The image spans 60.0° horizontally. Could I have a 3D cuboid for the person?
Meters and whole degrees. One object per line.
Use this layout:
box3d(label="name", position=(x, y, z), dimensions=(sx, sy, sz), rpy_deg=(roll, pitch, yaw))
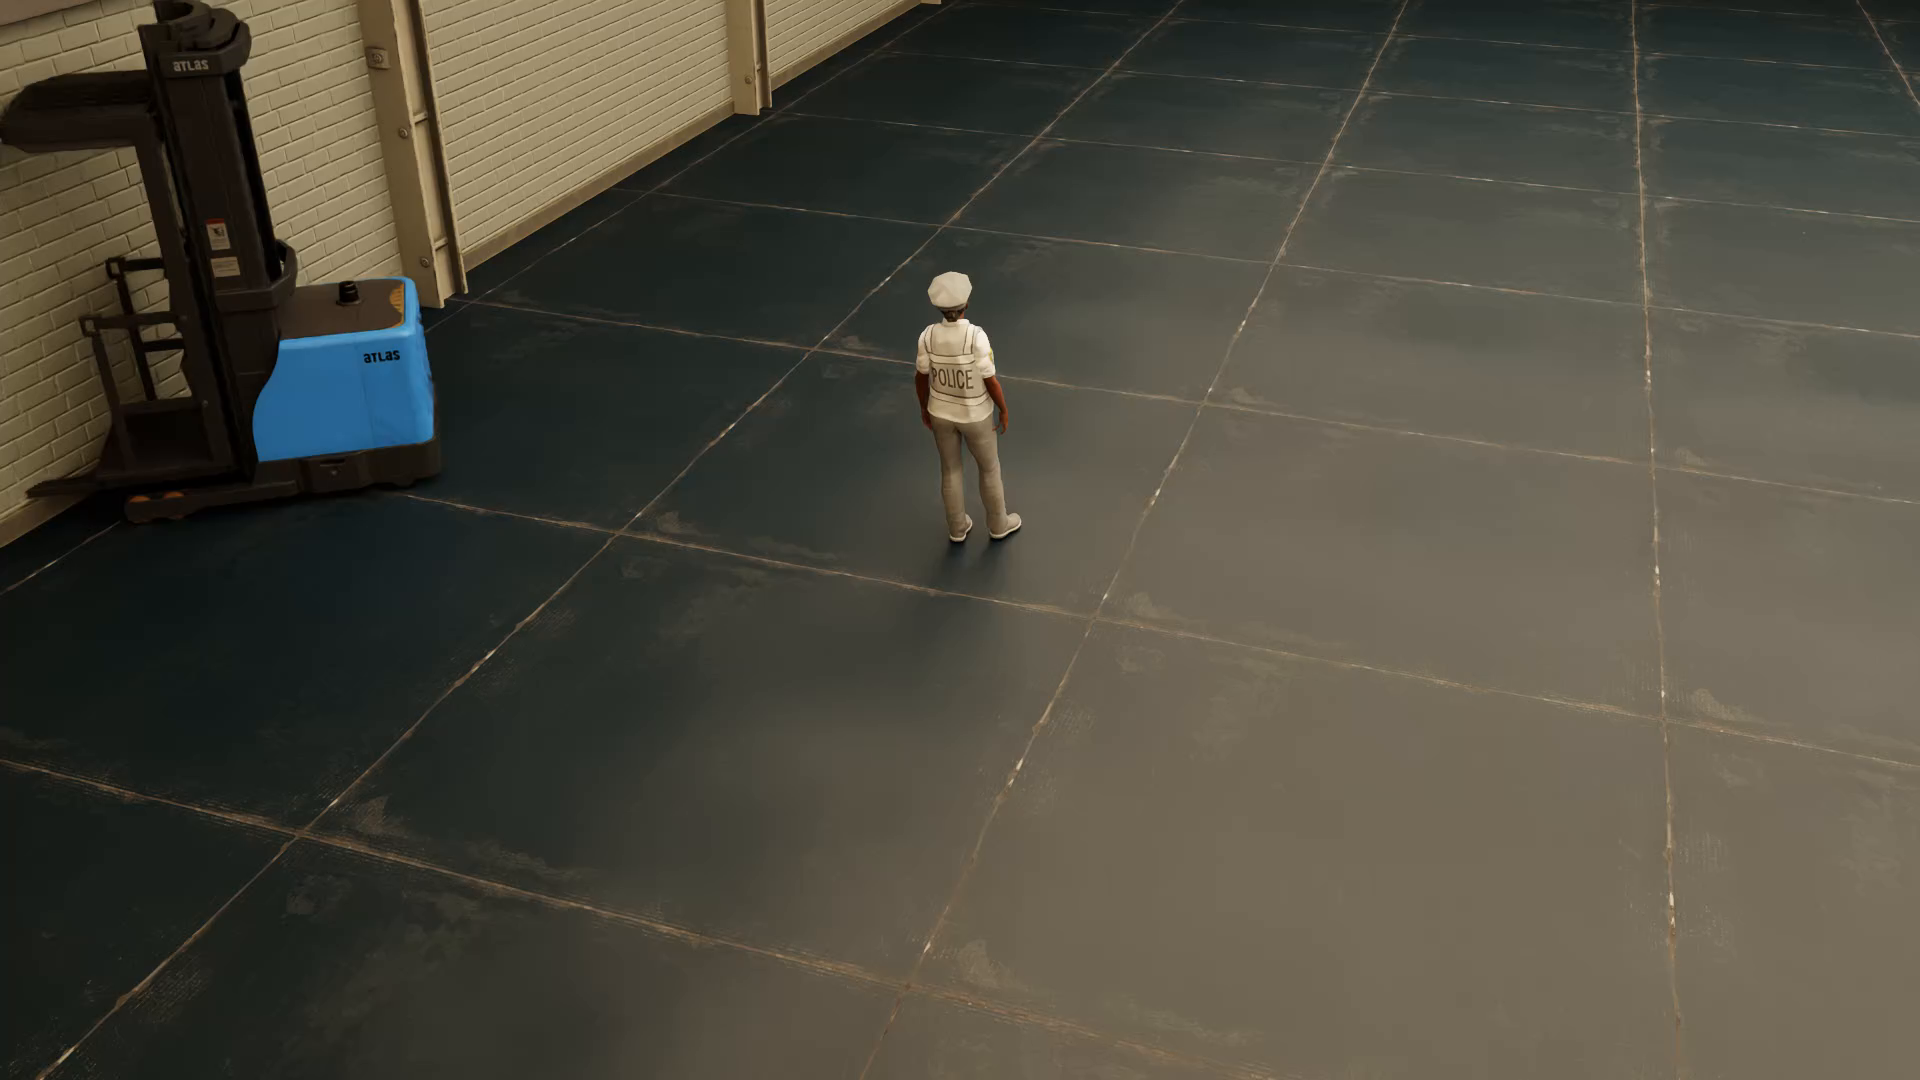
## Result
box3d(label="person", position=(0.043, -0.774, 9.729), dimensions=(0.569, 1.694, 0.530), rpy_deg=(10, 31, 16))

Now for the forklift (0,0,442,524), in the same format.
box3d(label="forklift", position=(-4.925, -1.667, 10.061), dimensions=(3.031, 2.935, 1.130), rpy_deg=(-8, 31, -14))
